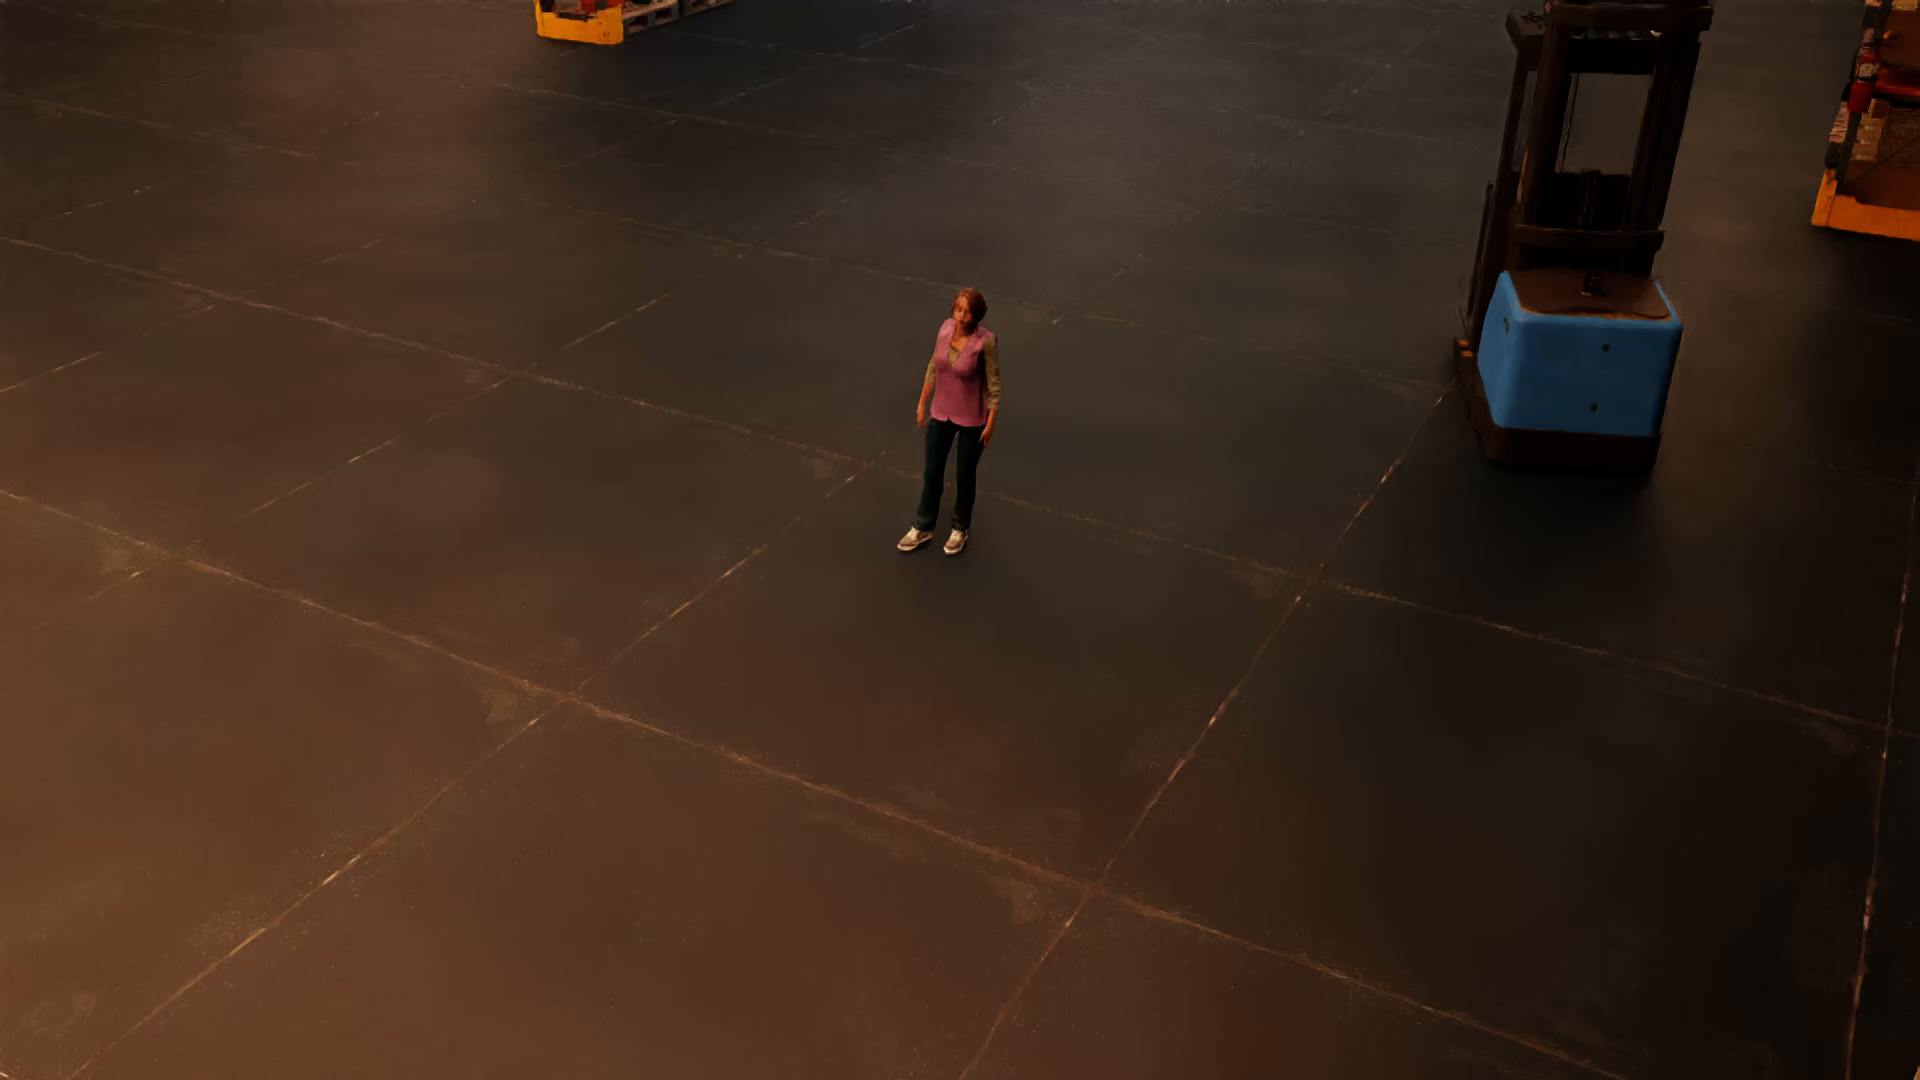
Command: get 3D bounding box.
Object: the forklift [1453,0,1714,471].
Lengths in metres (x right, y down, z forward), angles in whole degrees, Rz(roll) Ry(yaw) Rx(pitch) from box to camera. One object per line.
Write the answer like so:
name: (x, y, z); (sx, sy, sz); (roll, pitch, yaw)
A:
forklift: (4.160, -2.425, 11.272); (1.130, 2.935, 3.031); (4, 30, 8)

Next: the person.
person: (-0.048, -0.669, 9.550); (0.520, 1.597, 0.474); (15, 33, 25)
